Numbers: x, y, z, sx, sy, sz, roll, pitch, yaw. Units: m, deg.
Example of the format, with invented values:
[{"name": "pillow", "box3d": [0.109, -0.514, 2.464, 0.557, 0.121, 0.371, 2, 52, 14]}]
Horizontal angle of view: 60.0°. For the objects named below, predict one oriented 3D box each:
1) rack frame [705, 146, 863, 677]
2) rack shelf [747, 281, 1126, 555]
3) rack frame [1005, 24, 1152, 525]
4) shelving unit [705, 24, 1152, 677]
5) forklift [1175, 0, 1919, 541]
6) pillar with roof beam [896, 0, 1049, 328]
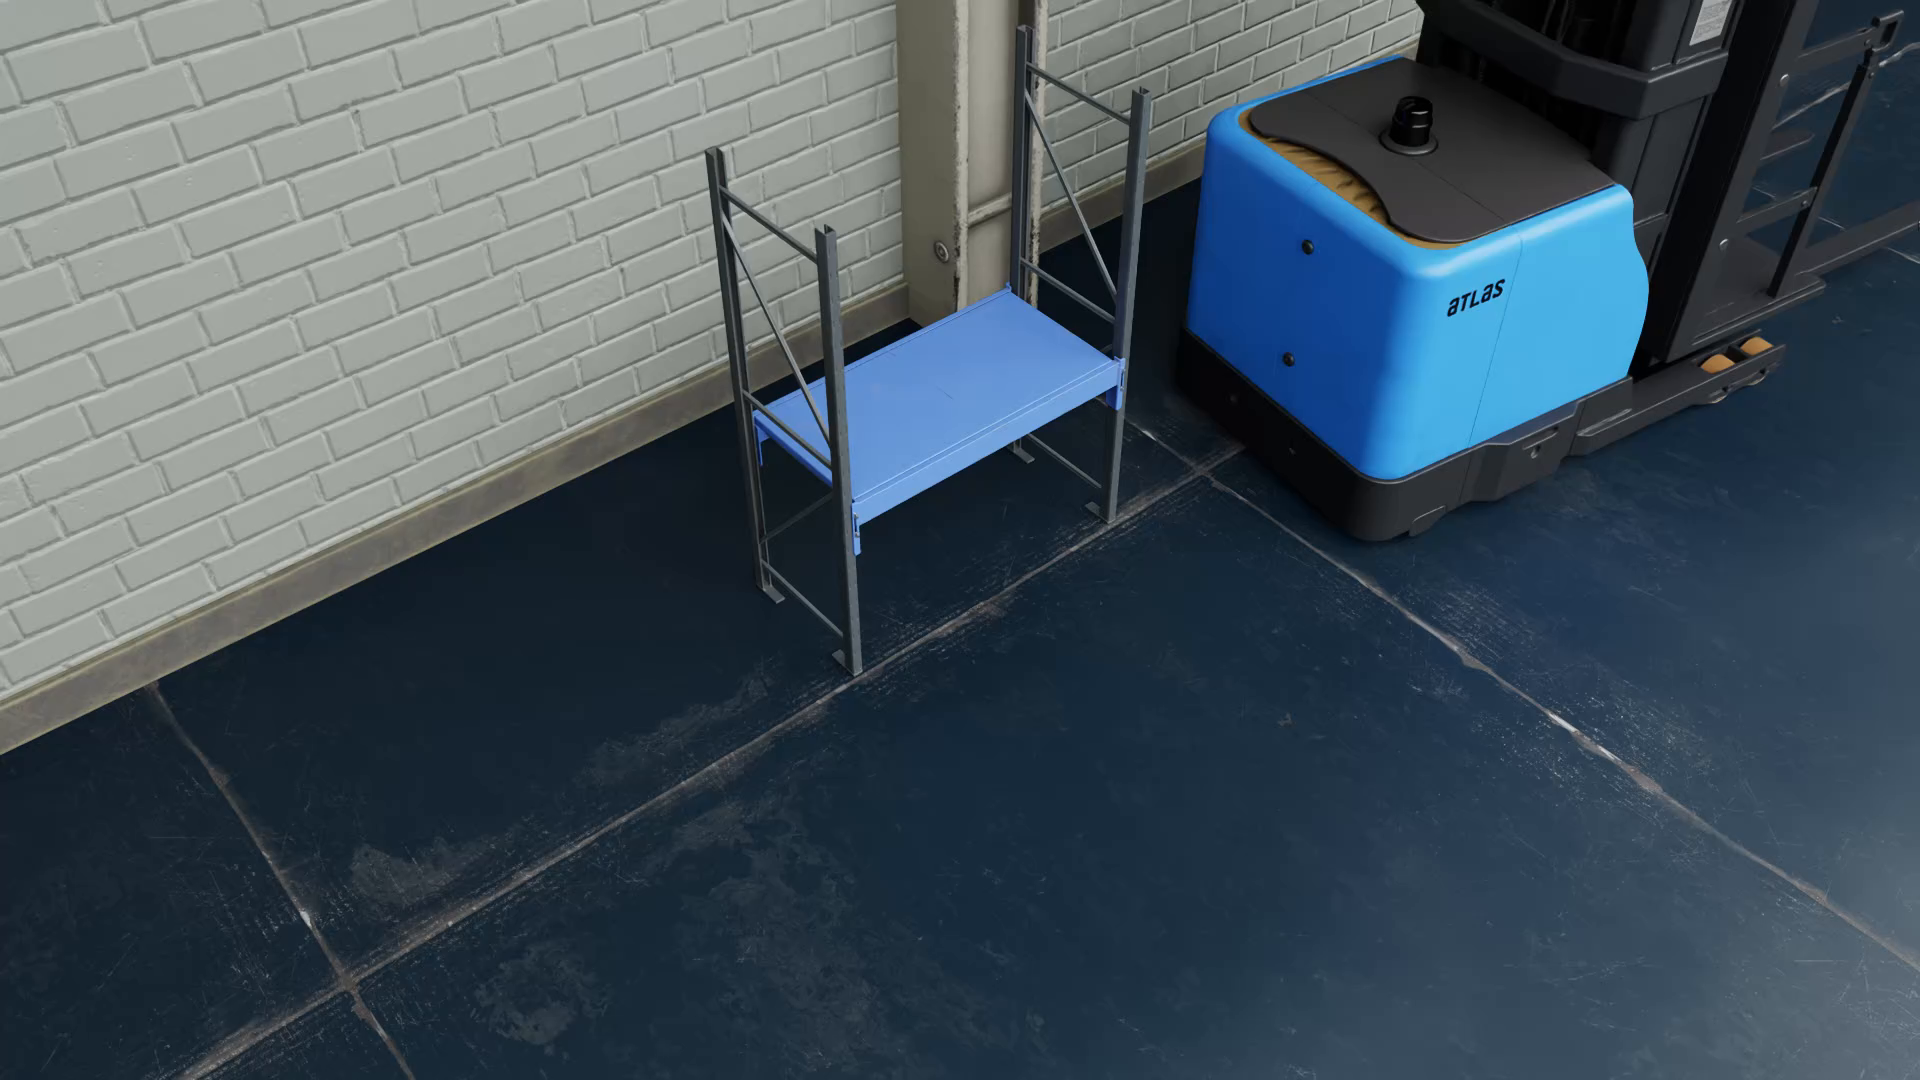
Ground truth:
[{"name": "rack frame", "box3d": [-0.455, -0.286, 4.459, 0.032, 1.500, 0.500, -30, 51, -28]}, {"name": "rack shelf", "box3d": [-0.065, -0.378, 4.820, 1.000, 0.185, 0.538, -30, 51, -28]}, {"name": "rack frame", "box3d": [0.325, -0.732, 4.934, 0.032, 1.500, 0.500, -30, 51, -28]}, {"name": "shelving unit", "box3d": [-0.065, -0.509, 4.697, 1.048, 1.500, 0.538, -30, 51, -28]}, {"name": "forklift", "box3d": [2.269, -1.828, 5.056, 3.031, 2.935, 1.130, -23, 48, -22]}, {"name": "pillar with roof beam", "box3d": [2.803, -1.867, 0.664, 0.400, 9.000, 9.100, -30, 51, -28]}]
